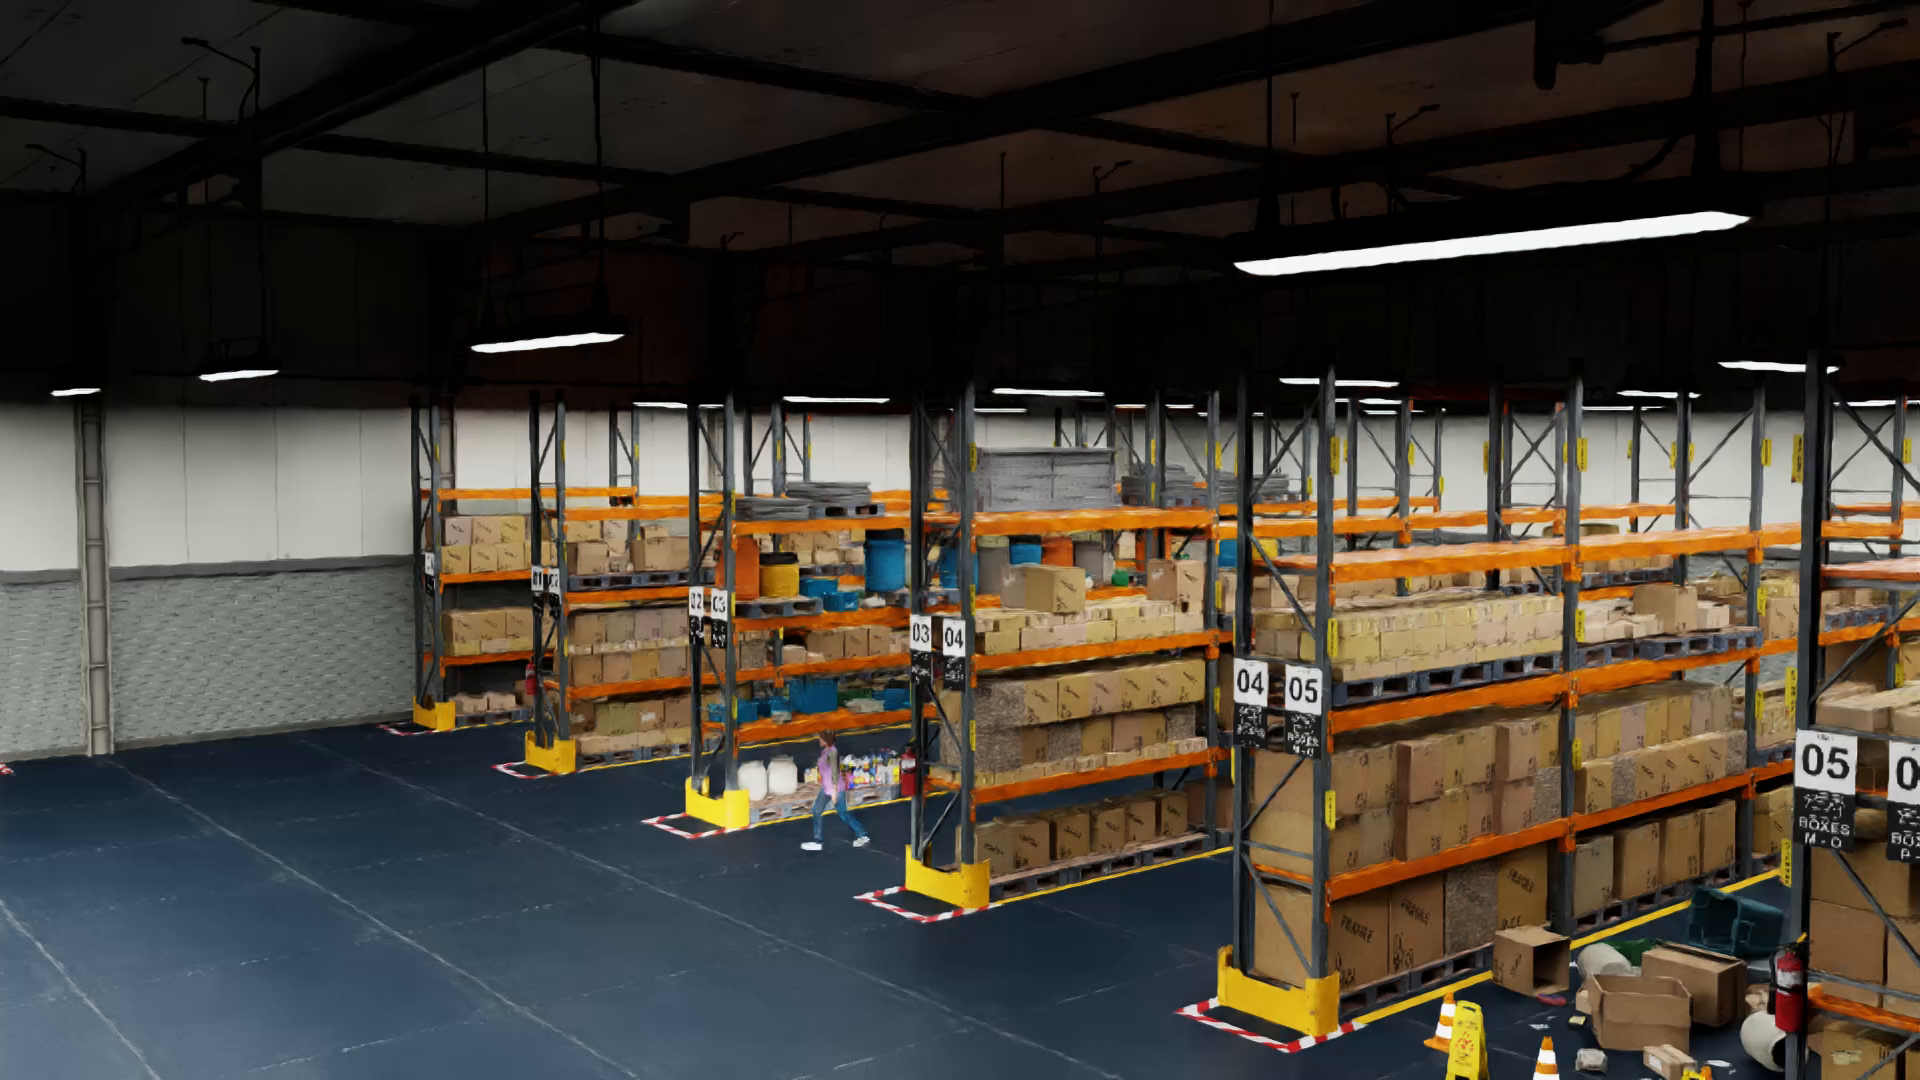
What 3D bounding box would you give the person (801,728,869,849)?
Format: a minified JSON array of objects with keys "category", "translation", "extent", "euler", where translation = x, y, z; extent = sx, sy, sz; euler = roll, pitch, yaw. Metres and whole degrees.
[{"category":"person","translation":[-1.565,3.141,20.995],"extent":[0.848,1.542,0.440],"euler":[-1,4,-22]}]
